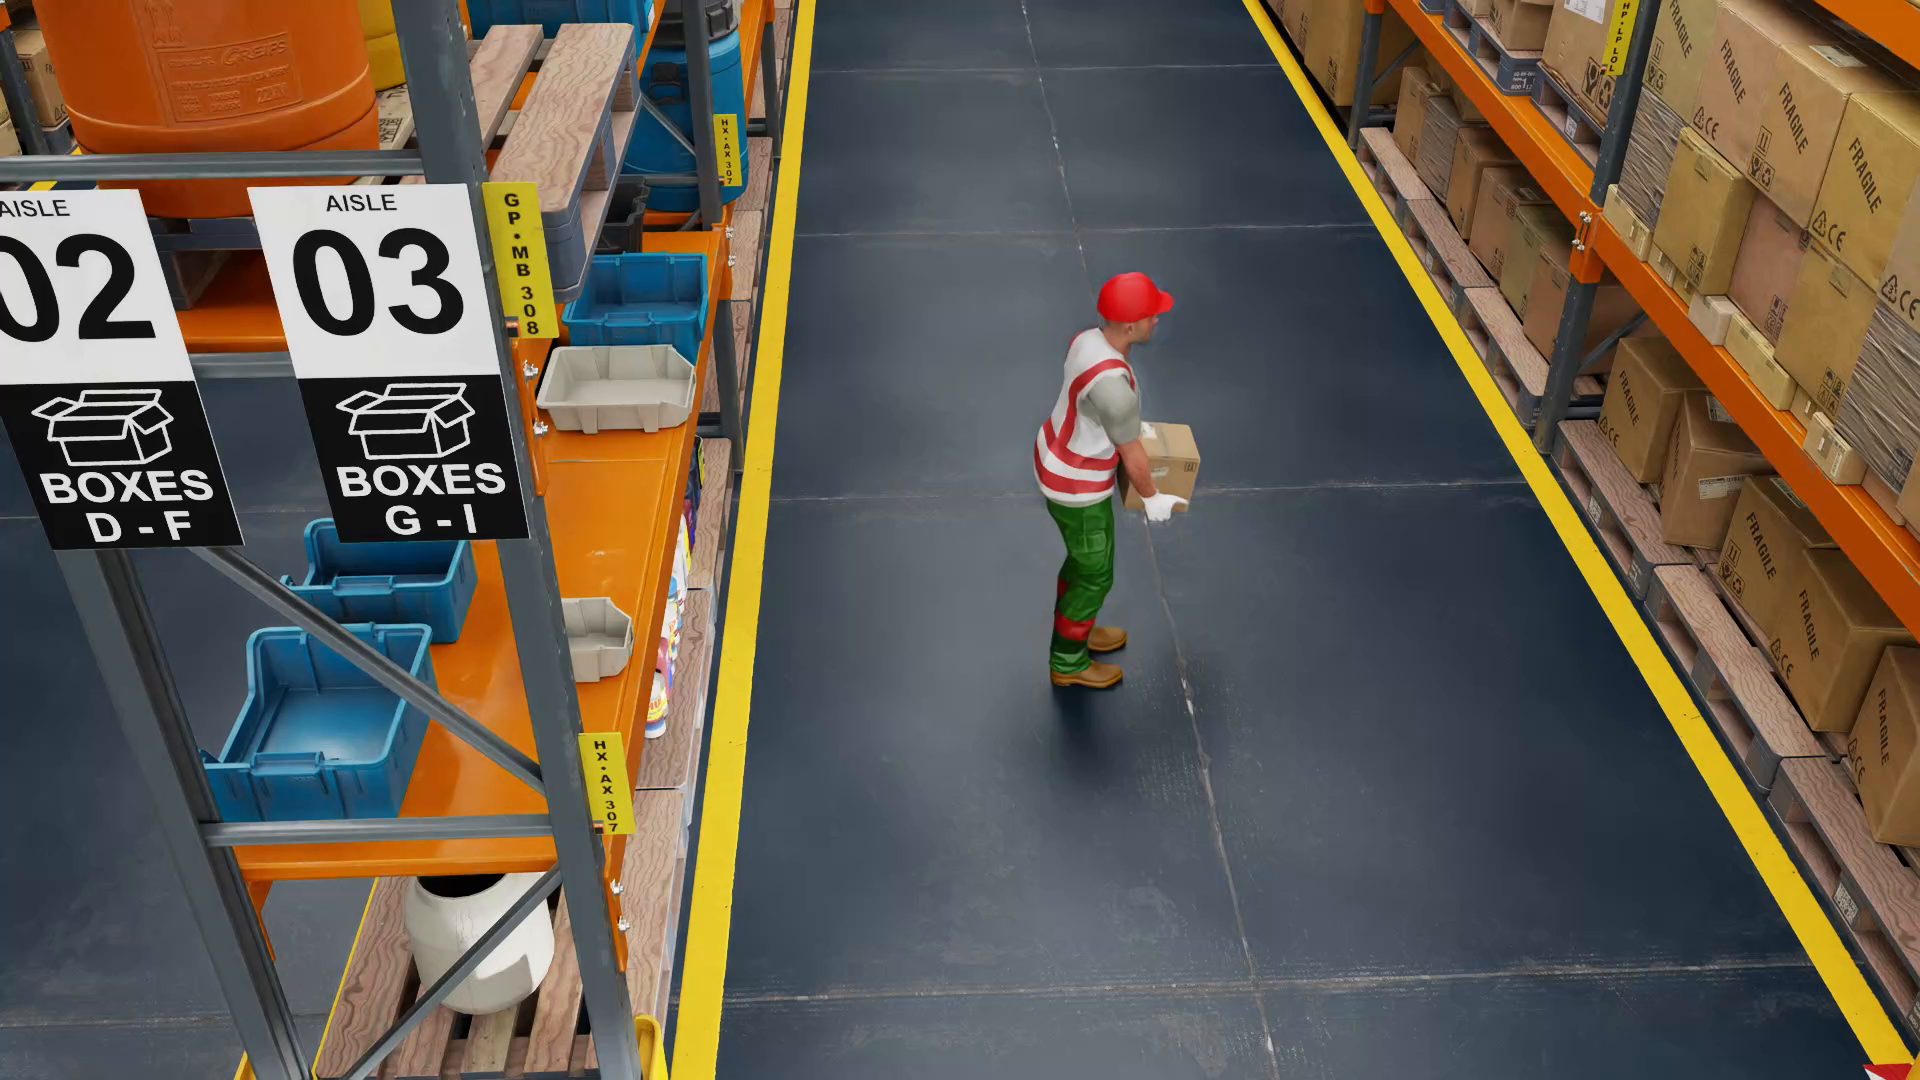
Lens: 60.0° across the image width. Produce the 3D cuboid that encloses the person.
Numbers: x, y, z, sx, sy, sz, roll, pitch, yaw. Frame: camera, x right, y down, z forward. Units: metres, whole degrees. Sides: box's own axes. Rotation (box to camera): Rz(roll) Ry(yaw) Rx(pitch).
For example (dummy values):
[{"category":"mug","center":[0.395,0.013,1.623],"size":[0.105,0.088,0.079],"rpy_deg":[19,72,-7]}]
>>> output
[{"category":"person","center":[0.579,-0.231,6.476],"size":[0.586,1.763,0.488],"rpy_deg":[-2,35,-3]}]
